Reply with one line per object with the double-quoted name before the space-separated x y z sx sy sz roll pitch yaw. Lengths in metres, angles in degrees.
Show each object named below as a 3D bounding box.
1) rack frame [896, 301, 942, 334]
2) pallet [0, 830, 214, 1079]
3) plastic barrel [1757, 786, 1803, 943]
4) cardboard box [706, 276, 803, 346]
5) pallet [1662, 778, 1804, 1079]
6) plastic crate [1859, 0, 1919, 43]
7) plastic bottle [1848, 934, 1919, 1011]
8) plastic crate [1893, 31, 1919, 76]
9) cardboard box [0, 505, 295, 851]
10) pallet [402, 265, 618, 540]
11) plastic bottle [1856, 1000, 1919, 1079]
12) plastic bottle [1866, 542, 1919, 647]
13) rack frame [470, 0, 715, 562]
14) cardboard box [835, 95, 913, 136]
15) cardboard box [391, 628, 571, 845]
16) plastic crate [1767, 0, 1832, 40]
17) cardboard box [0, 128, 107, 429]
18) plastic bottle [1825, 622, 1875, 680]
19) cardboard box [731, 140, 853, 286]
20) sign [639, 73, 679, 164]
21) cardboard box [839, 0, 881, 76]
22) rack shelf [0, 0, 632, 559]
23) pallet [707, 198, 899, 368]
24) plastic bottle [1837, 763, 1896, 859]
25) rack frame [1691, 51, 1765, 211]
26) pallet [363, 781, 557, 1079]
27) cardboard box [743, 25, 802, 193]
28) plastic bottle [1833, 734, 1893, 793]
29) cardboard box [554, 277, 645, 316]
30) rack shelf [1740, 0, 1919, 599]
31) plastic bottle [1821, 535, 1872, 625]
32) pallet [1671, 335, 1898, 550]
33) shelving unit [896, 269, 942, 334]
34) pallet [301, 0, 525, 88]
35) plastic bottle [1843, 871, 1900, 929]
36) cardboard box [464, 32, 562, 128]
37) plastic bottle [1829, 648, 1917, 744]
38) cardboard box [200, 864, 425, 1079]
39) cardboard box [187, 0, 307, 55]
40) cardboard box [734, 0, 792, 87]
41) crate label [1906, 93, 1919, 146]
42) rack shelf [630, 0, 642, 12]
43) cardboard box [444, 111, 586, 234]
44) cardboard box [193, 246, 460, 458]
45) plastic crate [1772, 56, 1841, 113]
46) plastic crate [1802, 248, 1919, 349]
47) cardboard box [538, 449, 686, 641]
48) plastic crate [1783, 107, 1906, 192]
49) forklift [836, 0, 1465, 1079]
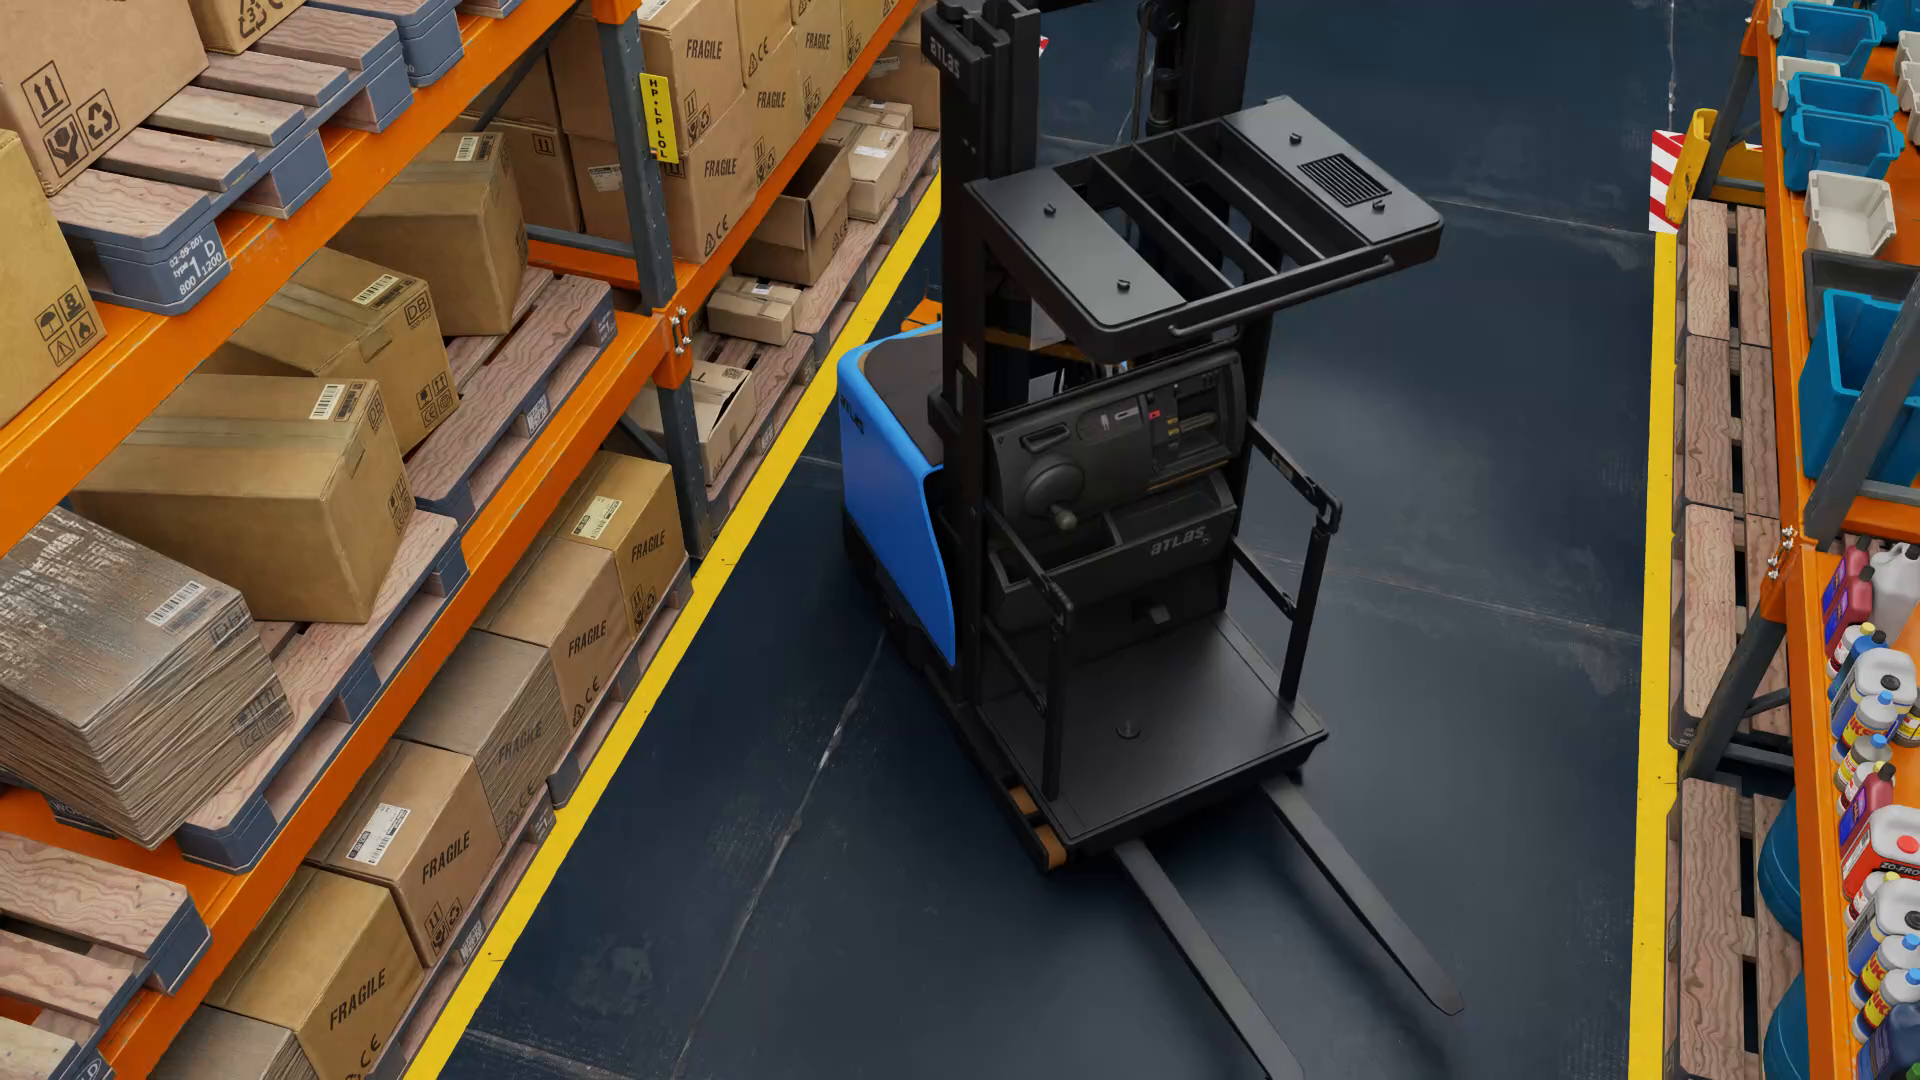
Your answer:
"rack frame" -0.164 -0.545 6.955 0.200 1.050 0.008 19 48 19
"pallet" -2.622 1.141 3.975 1.213 0.211 1.003 13 46 13
"plastic barrel" 2.990 0.884 5.301 0.600 0.901 0.708 13 46 13
"cardboard box" -0.963 -1.084 7.823 0.380 0.166 0.250 13 46 13
"pallet" 2.898 1.427 5.540 1.003 0.211 1.213 13 46 13
"plastic crate" 4.459 -2.513 7.504 0.616 0.435 0.499 13 46 13
"plastic bottle" 2.256 1.042 4.031 0.097 0.271 0.097 0 44 0
"plastic crate" 4.308 -2.087 7.282 0.396 0.136 0.243 13 46 13
"cardboard box" -2.218 0.341 4.284 0.700 0.500 0.500 21 48 20
"pallet" -1.895 -0.549 5.702 1.003 0.211 1.213 13 46 13
"plastic bottle" 2.206 1.178 3.836 0.144 0.351 0.185 13 46 13
"plastic bottle" 2.743 0.135 4.901 0.144 0.351 0.185 13 46 13
"rack frame" -1.549 -1.127 6.156 1.000 3.000 0.127 13 46 13
"cardboard box" -0.476 -2.272 9.037 0.380 0.166 0.250 13 46 13
"cardboard box" -1.735 0.661 5.802 0.500 0.500 0.500 13 46 13
"plastic crate" 3.818 -2.377 7.579 0.250 0.136 0.298 13 46 13
"cardboard box" -2.348 -0.553 3.353 0.910 0.500 0.500 13 46 13
"plastic bottle" 2.595 0.320 4.820 0.097 0.201 0.097 0 44 0
"cardboard box" -0.985 -1.645 8.156 0.797 0.503 0.637 13 46 13
"sign" -1.019 -1.425 5.633 0.100 0.325 0.005 13 46 13
"cardboard box" -0.676 -2.459 7.445 0.500 0.500 0.500 12 46 12
"rack shelf" -2.154 -0.609 3.996 1.077 0.370 4.000 13 46 13
"pallet" -0.972 -1.403 8.432 1.003 0.211 1.213 13 46 13
"plastic bottle" 2.384 0.713 4.359 0.061 0.283 0.133 13 46 13
"rack frame" 4.382 -2.741 7.806 1.000 3.000 0.127 13 46 13
"pallet" -2.127 1.236 5.735 1.003 0.211 1.213 13 46 13
"cardboard box" -0.983 -1.786 6.758 0.500 0.500 0.500 13 46 13
"plastic bottle" 2.466 0.604 4.529 0.097 0.201 0.097 0 44 0
"cardboard box" -1.646 -0.830 7.326 0.500 0.500 0.500 13 46 13
"rack shelf" 3.777 -1.151 6.695 1.077 0.370 4.000 13 46 13
"plastic bottle" 2.653 0.121 4.964 0.061 0.283 0.133 13 46 13
"pallet" 3.724 -0.393 7.399 1.003 0.211 1.213 13 46 13
"shelving unit" -0.110 -0.621 7.033 0.215 1.050 0.252 19 48 19
"pallet" -1.813 -1.712 4.743 1.213 0.211 1.003 13 46 13
"plastic bottle" 2.326 0.912 4.214 0.097 0.201 0.097 0 44 0
"cardboard box" -1.642 -1.912 6.172 0.500 0.500 0.500 13 46 13
"plastic bottle" 2.557 0.441 4.642 0.152 0.276 0.135 13 46 13
"cardboard box" -2.040 1.349 5.098 0.500 0.500 0.500 12 46 12
"cardboard box" -1.952 -1.650 4.102 0.600 0.600 0.600 12 46 12
"cardboard box" -0.982 -2.118 6.383 0.500 0.500 0.500 11 45 11
"crate label" 4.145 -1.706 6.893 0.396 0.136 0.243 13 46 13
"rack shelf" -0.943 -3.275 6.721 1.077 0.370 4.000 13 46 13
"cardboard box" -1.642 -1.550 6.517 0.500 0.500 0.500 13 46 13
"cardboard box" -2.053 -0.572 5.217 0.700 0.500 0.500 19 48 19
"plastic crate" 3.612 -1.925 7.117 0.250 0.136 0.298 13 46 13
"plastic crate" 3.254 -0.801 5.977 0.437 0.125 0.590 13 46 13
"cardboard box" -1.425 -0.001 6.478 0.500 0.500 0.500 12 46 12
"plastic crate" 3.504 -1.530 6.645 0.416 0.233 0.300 13 46 13
"forklift" 0.628 -0.232 5.290 1.130 2.935 3.031 -20 48 -19
